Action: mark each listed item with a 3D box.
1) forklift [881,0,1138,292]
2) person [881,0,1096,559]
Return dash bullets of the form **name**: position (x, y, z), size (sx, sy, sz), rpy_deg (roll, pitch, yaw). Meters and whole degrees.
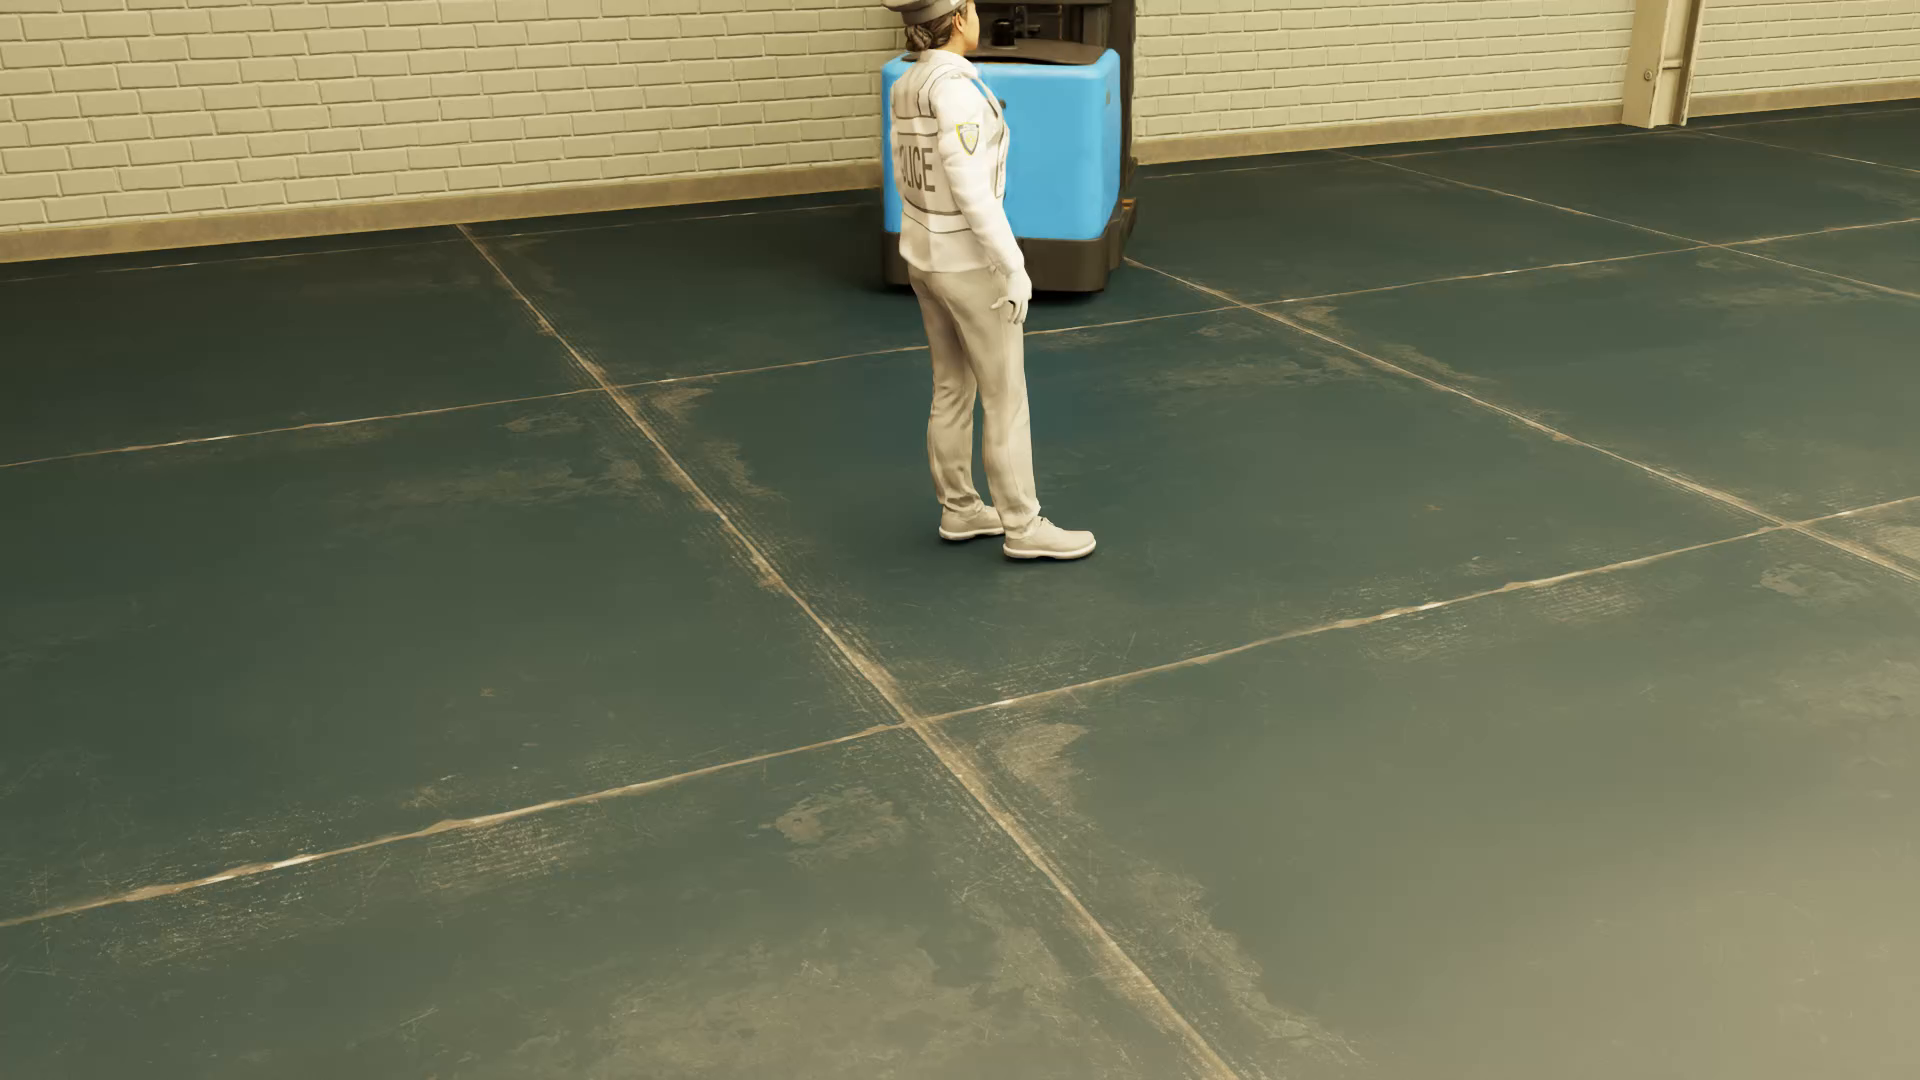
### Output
- **forklift**: position (0.387, -3.031, 8.583), size (1.130, 2.935, 3.031), rpy_deg (4, 23, 9)
- **person**: position (0.065, -0.798, 4.800), size (0.530, 1.694, 0.586), rpy_deg (-10, 25, -23)
